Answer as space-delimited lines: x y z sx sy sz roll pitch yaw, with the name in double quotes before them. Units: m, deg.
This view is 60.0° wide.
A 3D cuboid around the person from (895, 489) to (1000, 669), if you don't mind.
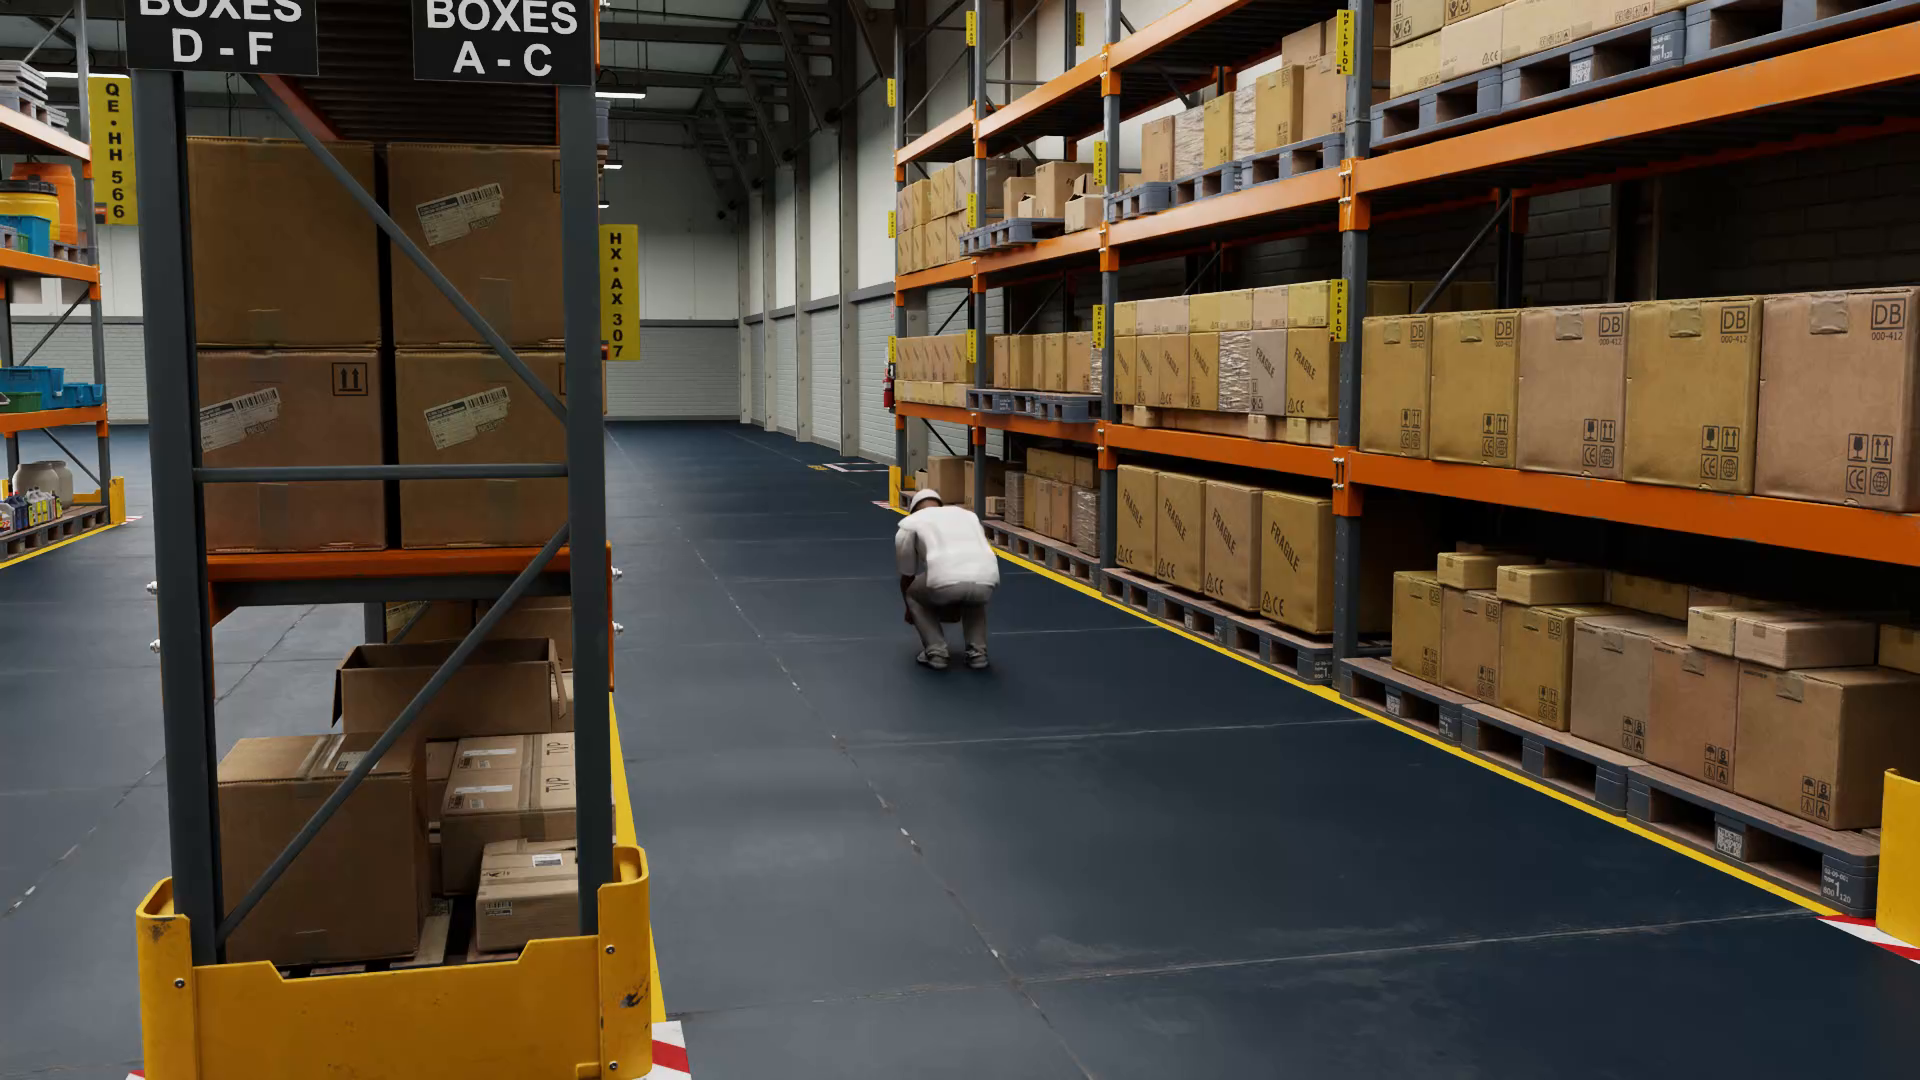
"person" -0.099 0.227 9.824 0.537 1.010 0.909 -2 6 -15
